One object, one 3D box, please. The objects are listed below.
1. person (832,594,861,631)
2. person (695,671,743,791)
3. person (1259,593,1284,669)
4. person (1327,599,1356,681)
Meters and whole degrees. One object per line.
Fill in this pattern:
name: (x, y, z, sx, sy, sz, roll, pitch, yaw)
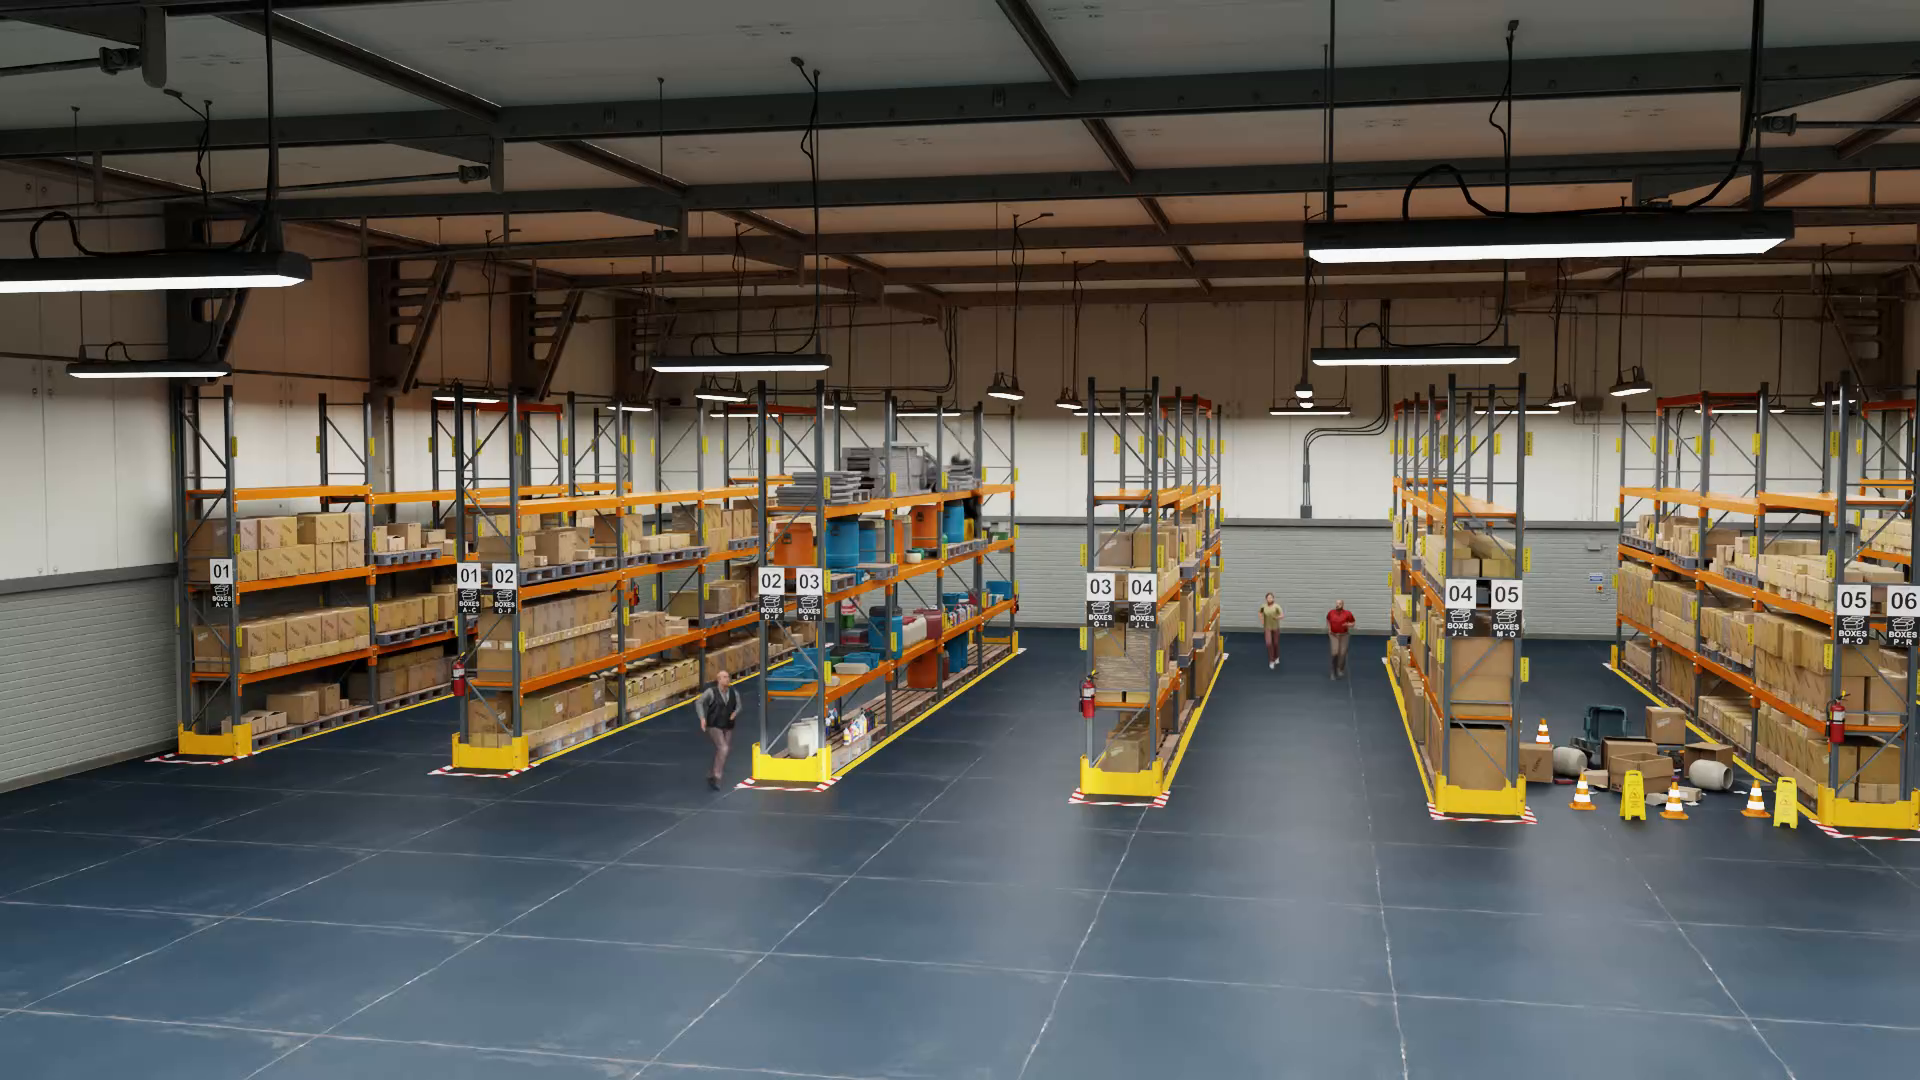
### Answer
person: (-2.587, 1.716, 37.910, 0.662, 1.777, 0.730, 0, 3, -4)
person: (-3.486, 2.777, 24.394, 0.636, 1.707, 0.652, -2, 4, -37)
person: (7.089, 2.044, 37.892, 0.582, 1.689, 0.855, 1, 3, 14)
person: (8.186, 2.167, 35.767, 0.625, 1.808, 0.769, 1, 3, 16)
